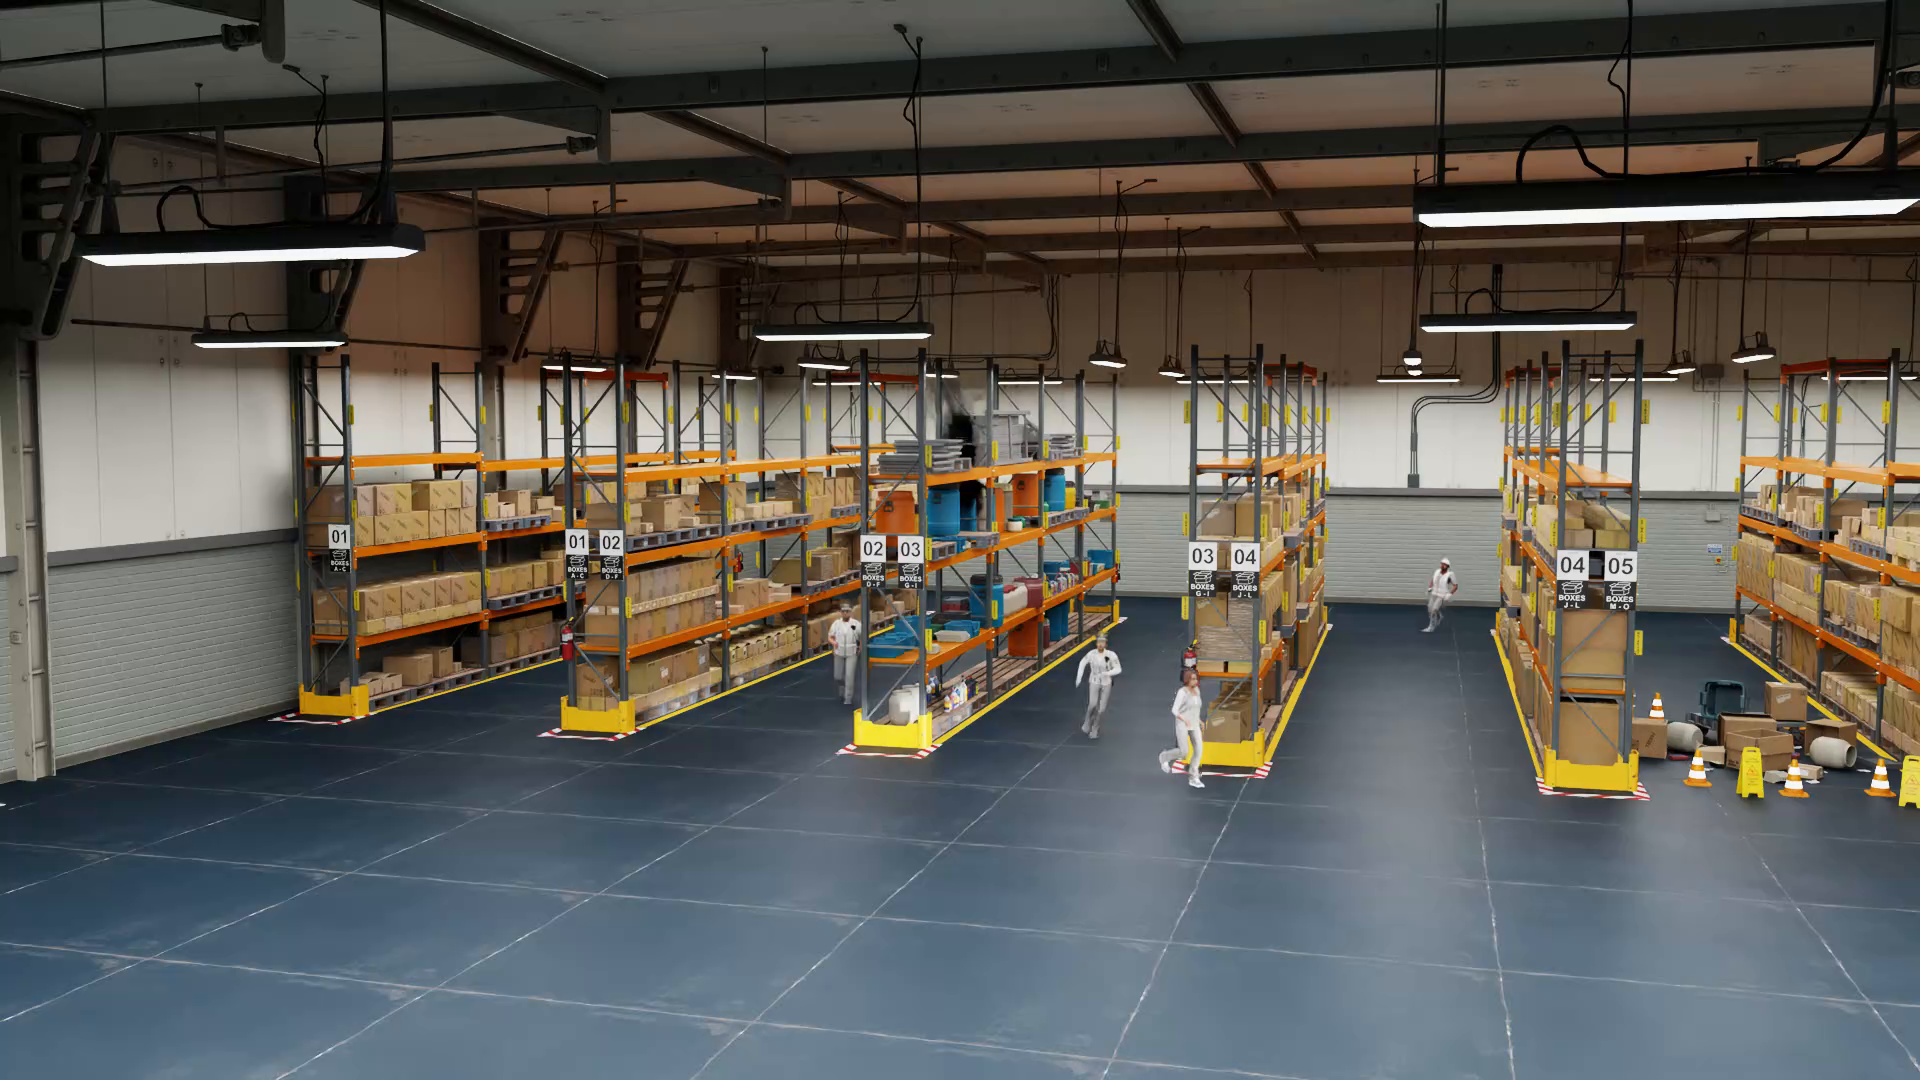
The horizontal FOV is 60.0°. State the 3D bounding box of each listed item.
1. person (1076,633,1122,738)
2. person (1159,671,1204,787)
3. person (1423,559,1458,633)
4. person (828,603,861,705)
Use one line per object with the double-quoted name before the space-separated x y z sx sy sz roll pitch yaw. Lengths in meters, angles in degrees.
"person" 2.154 2.257 25.788 0.687 1.654 0.580 0 4 1
"person" 3.037 2.541 22.542 0.518 1.532 0.797 -3 5 -35
"person" 11.072 1.285 38.222 0.674 1.705 0.728 -3 5 -38
"person" -1.966 1.960 28.930 0.674 1.740 0.782 0 4 3
